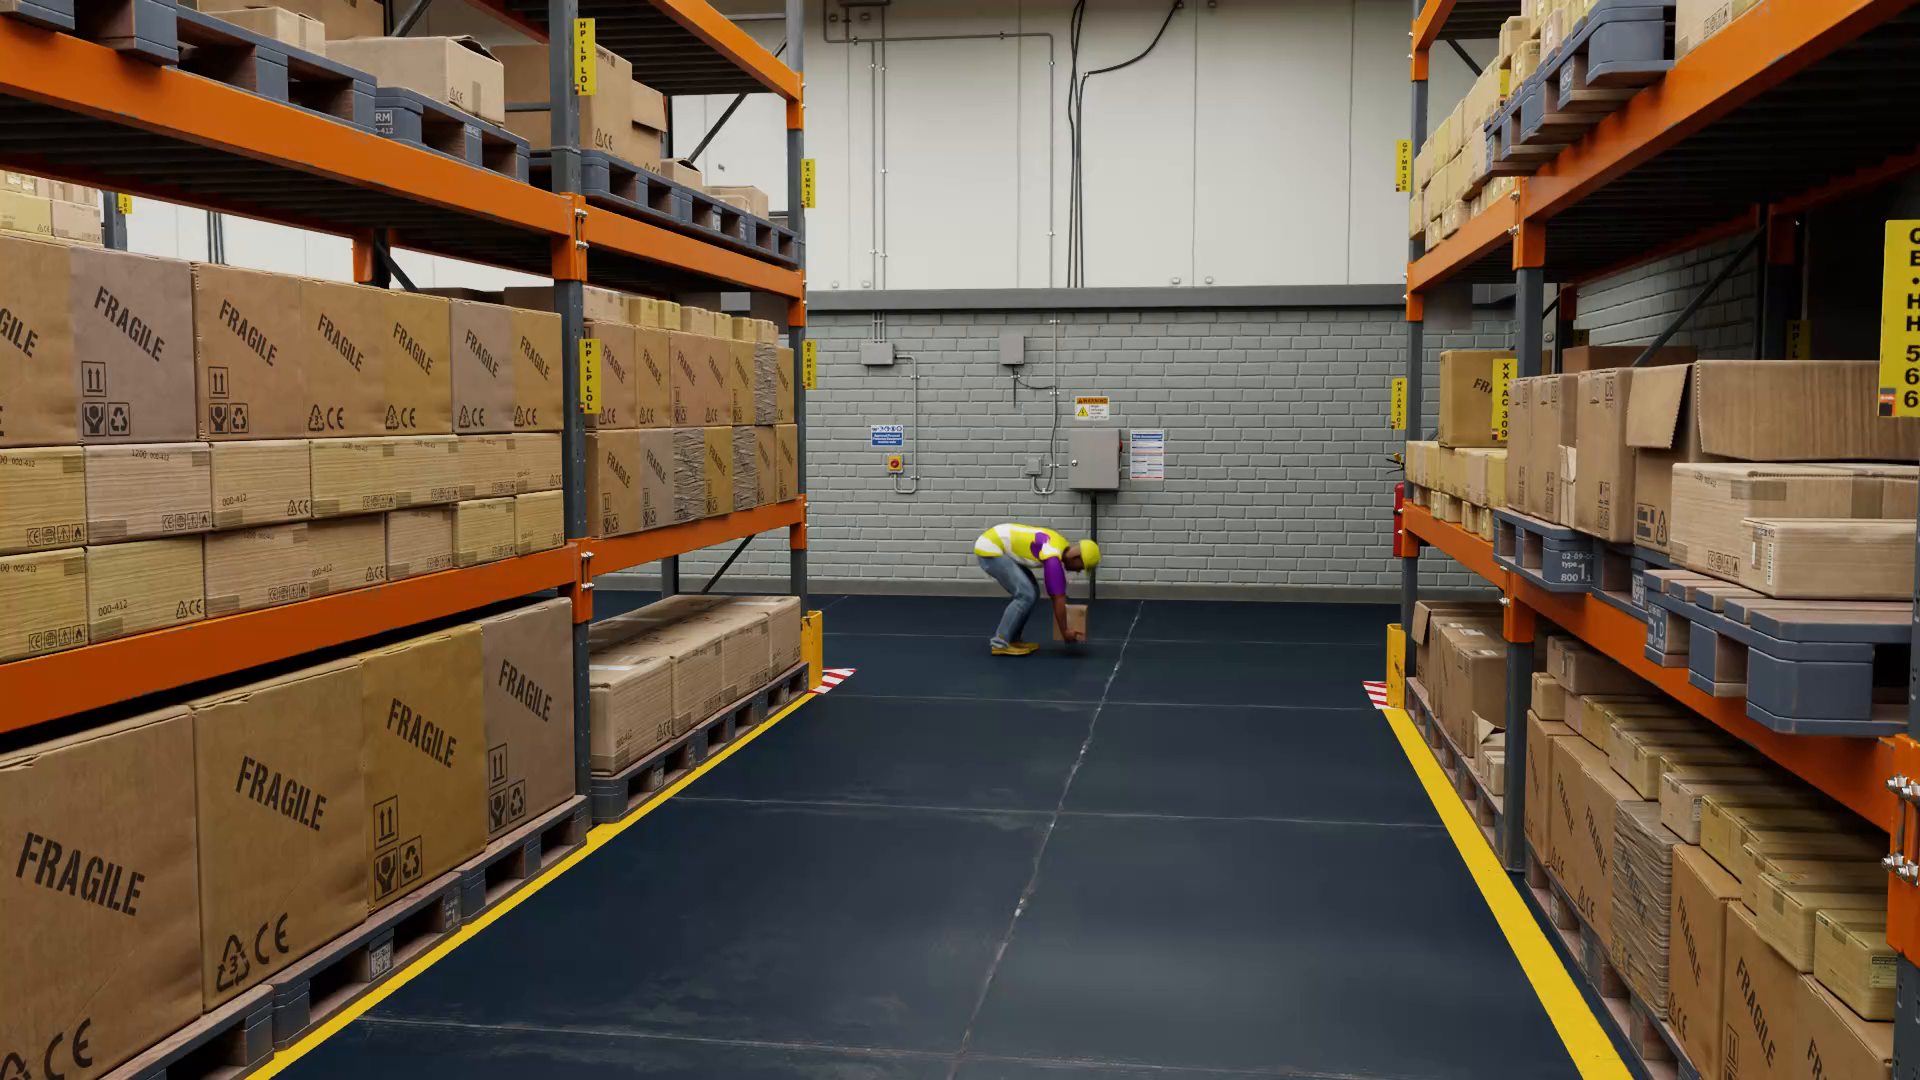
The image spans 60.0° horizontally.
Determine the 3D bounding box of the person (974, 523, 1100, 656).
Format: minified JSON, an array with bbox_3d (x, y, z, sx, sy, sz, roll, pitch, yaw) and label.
[{"bbox_3d":[0.597,0.376,12.944,0.976,1.019,0.497,0,4,6],"label":"person"}]
